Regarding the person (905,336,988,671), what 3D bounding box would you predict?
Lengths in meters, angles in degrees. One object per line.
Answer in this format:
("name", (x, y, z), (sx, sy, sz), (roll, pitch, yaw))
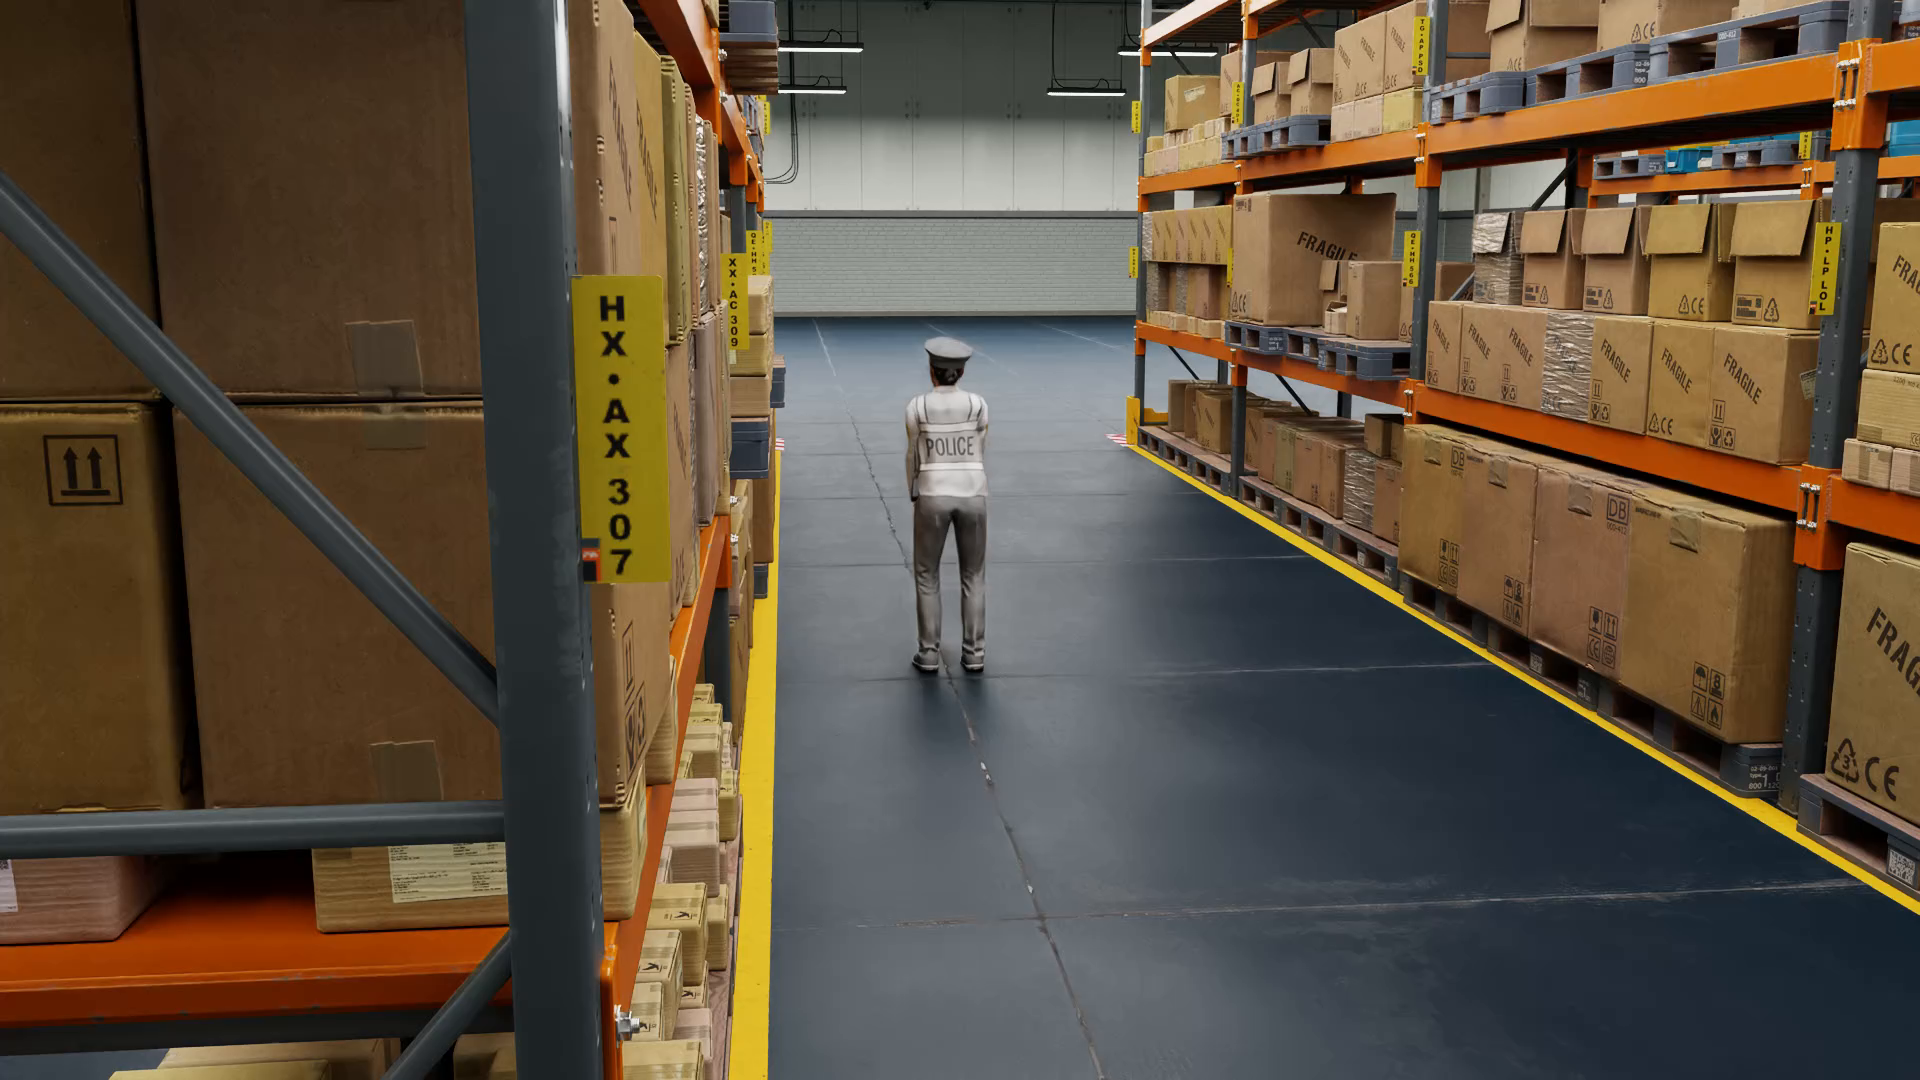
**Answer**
("person", (-0.073, -0.187, 8.425), (0.417, 1.682, 0.528), (-1, 10, -8))
